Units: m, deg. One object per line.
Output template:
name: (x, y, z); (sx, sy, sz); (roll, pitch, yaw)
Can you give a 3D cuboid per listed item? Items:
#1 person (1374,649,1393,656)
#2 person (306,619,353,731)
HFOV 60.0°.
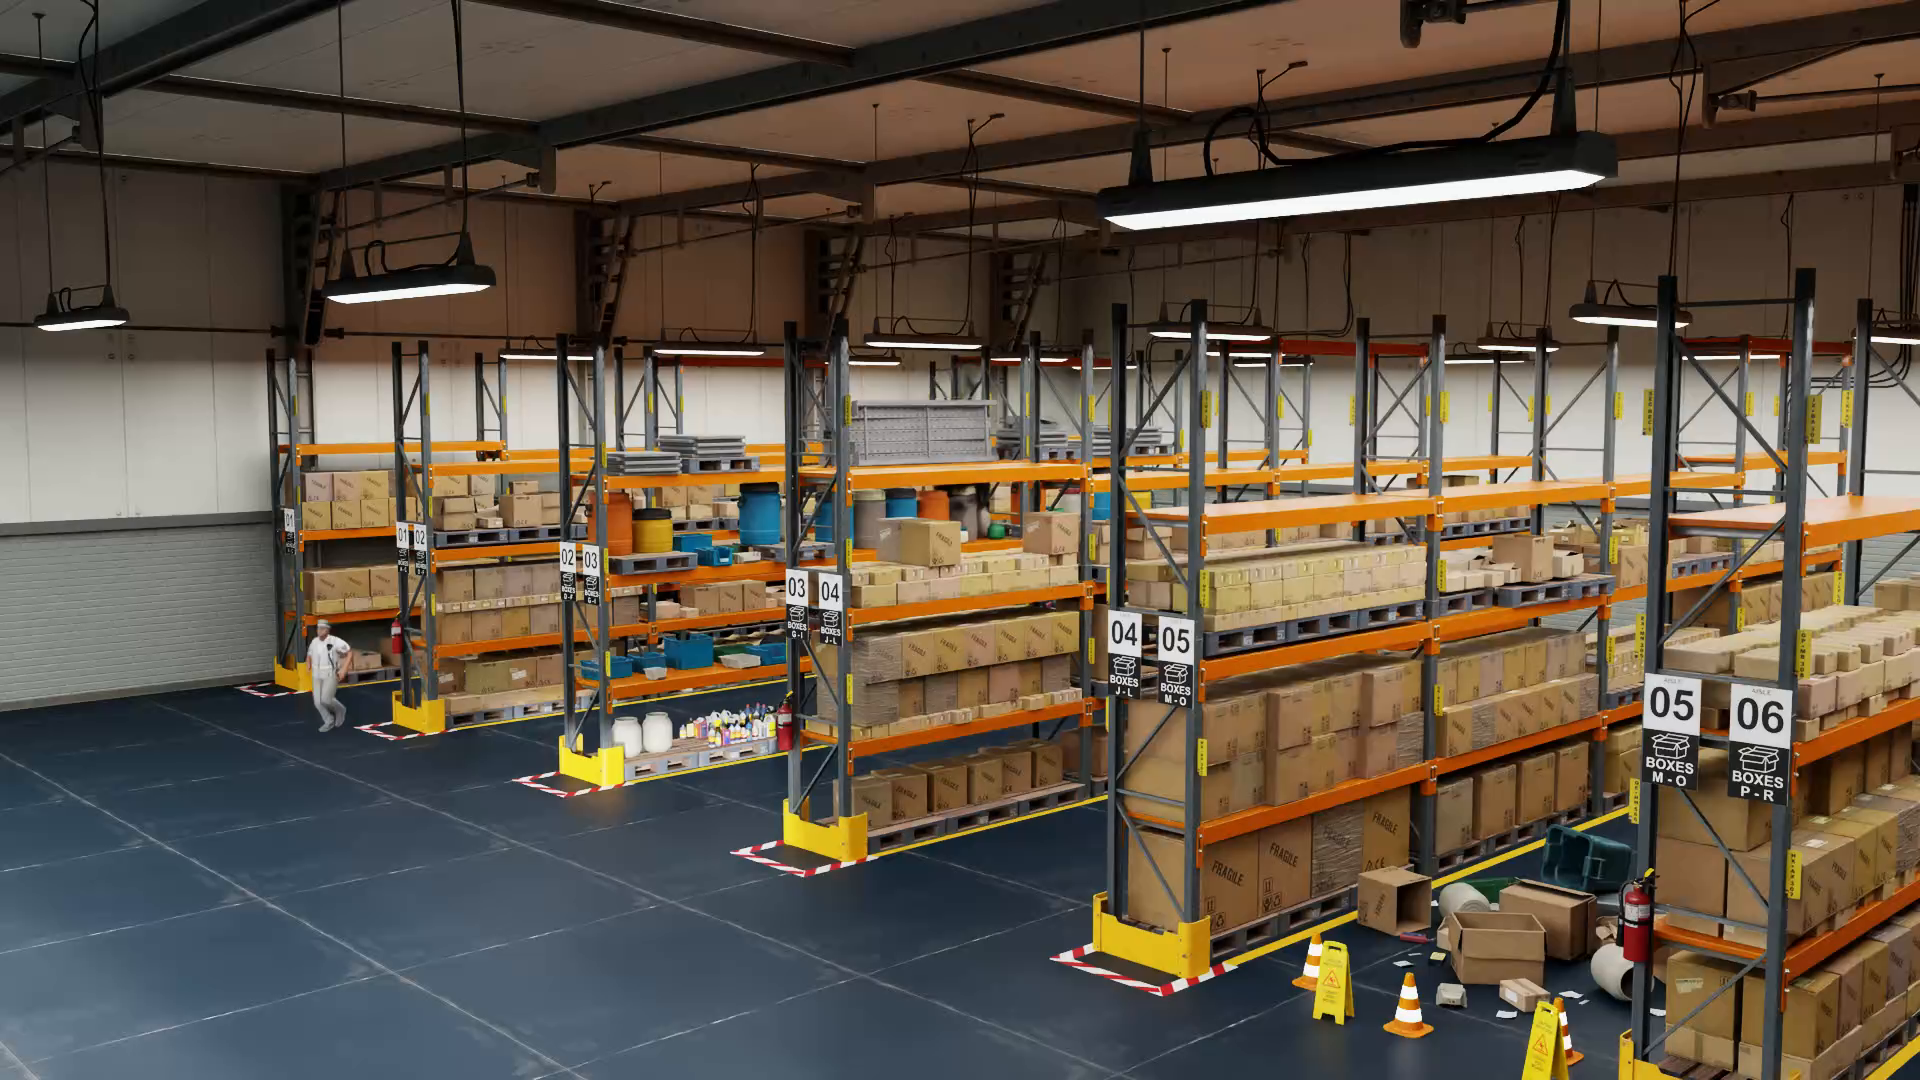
person: (6.224, 2.334, 23.790); (0.638, 1.629, 0.931); (5, 7, 43)
person: (-9.765, 2.082, 25.621); (0.693, 1.743, 0.614); (1, 5, 10)
